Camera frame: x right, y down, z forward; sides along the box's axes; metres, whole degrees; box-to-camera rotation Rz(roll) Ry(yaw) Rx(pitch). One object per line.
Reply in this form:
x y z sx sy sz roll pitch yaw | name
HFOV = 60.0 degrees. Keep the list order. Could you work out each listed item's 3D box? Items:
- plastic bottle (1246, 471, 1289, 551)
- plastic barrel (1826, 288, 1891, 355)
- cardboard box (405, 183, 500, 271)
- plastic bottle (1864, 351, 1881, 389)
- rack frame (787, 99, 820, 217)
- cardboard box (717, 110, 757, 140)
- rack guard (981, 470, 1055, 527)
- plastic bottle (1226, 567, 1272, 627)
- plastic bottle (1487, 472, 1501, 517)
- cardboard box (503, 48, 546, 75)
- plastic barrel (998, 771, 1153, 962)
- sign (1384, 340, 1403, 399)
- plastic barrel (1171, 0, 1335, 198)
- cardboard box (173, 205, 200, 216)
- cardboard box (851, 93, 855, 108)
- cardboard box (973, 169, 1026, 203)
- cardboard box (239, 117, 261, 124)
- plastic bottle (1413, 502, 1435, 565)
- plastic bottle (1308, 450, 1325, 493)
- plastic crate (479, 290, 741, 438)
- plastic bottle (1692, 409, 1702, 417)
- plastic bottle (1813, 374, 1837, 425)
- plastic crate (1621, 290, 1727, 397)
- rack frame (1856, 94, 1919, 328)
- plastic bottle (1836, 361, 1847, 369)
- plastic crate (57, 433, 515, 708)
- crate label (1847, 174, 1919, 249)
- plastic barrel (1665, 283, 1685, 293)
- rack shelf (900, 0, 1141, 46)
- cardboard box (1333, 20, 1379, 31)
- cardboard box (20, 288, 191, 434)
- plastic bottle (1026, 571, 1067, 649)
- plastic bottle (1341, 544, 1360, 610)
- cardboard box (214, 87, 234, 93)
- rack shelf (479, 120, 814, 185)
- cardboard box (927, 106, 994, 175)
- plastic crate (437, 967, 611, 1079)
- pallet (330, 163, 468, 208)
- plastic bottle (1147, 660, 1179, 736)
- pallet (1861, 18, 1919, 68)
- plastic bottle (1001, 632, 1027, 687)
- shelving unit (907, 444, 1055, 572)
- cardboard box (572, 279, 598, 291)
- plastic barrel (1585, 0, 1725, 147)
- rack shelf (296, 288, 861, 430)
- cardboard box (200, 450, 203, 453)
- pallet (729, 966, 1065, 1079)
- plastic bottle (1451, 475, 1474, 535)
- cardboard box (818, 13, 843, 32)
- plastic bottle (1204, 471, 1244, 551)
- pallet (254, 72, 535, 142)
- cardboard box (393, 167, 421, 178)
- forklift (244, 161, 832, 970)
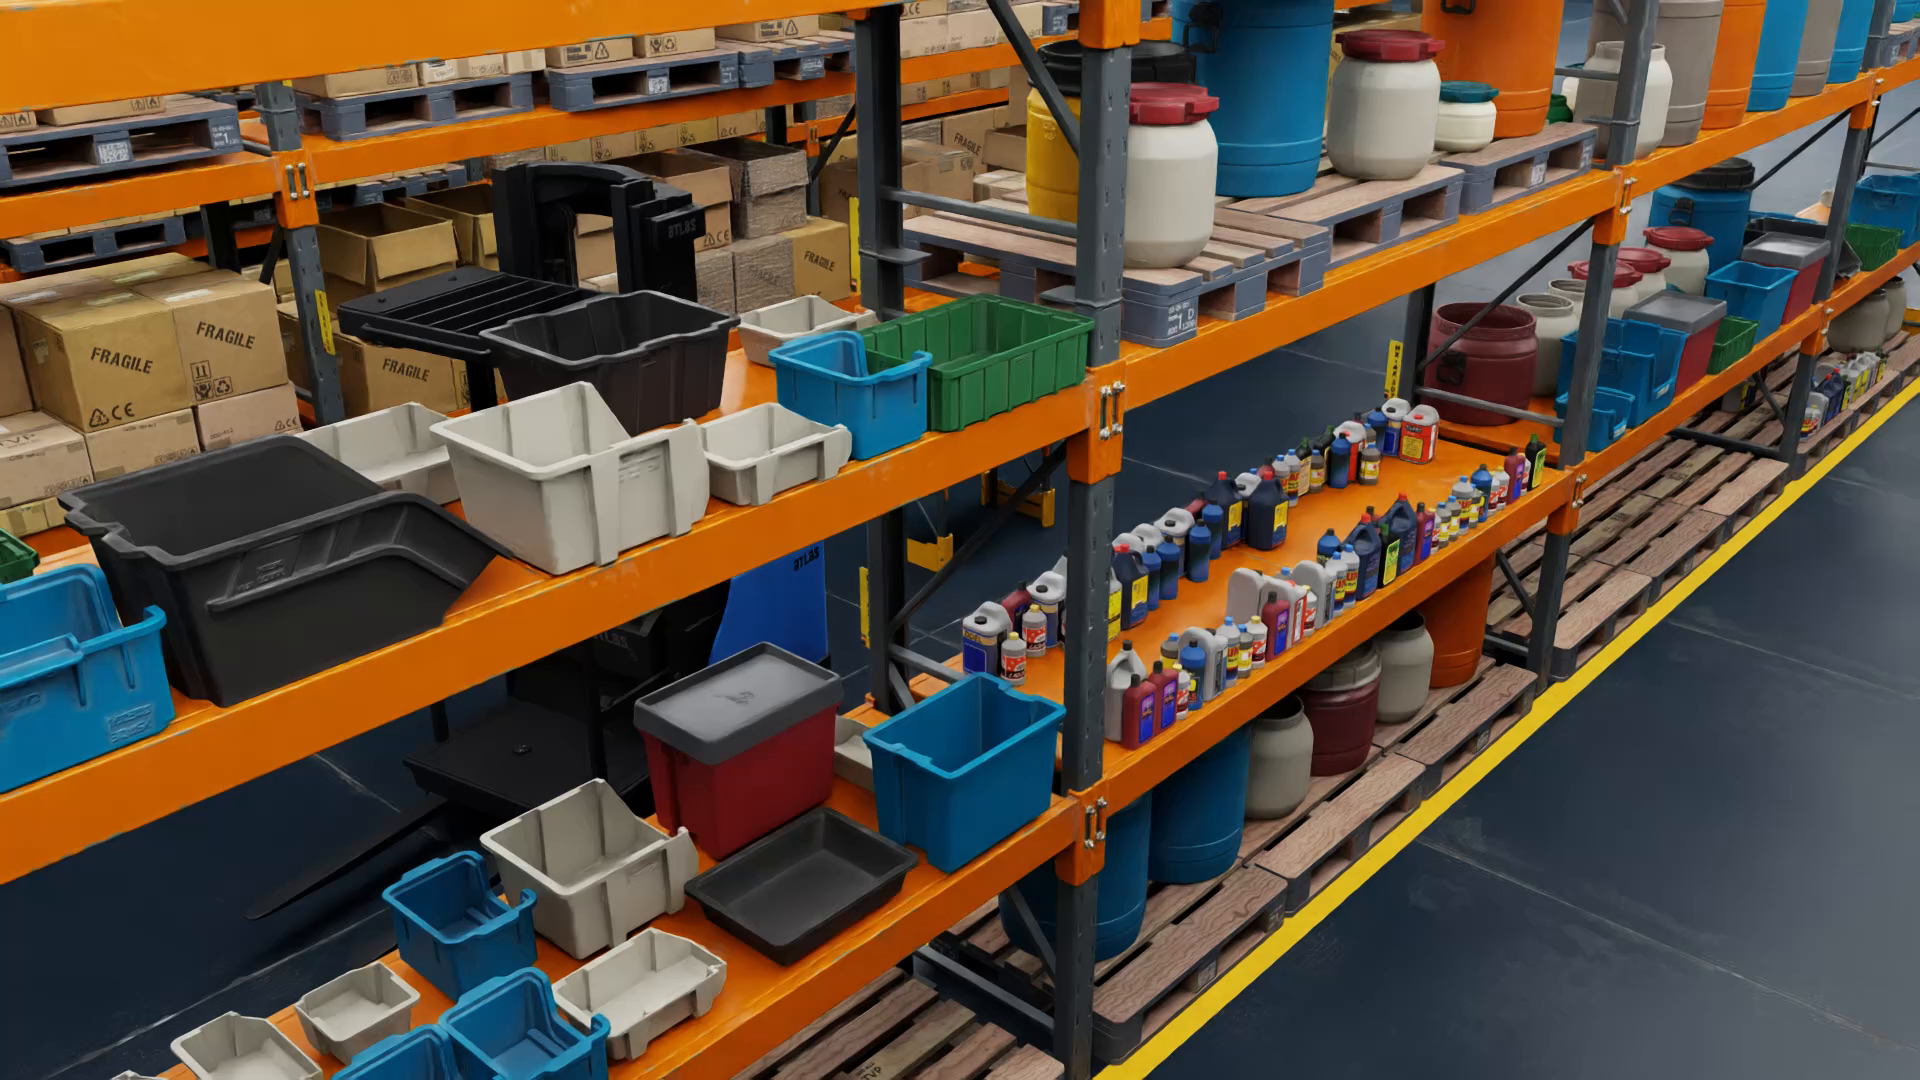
1.385 -0.145 7.468 0.144 0.351 0.185 20 31 38 | plastic bottle
7.369 -1.802 13.629 0.421 0.512 0.421 0 24 0 | plastic barrel
-2.725 -1.722 9.576 0.797 0.503 0.637 21 31 38 | cardboard box
6.998 -1.329 12.838 0.152 0.276 0.135 20 31 38 | plastic bottle
-1.899 -4.638 17.428 1.000 3.000 0.127 20 31 38 | rack frame
-2.385 -4.298 16.547 0.500 0.500 0.500 20 31 37 | cardboard box
0.383 -0.289 11.089 0.587 0.250 0.087 20 31 38 | rack guard
1.174 0.233 6.716 0.152 0.276 0.135 20 31 38 | plastic bottle
2.484 -0.221 7.820 0.097 0.201 0.097 0 24 0 | plastic bottle
-2.506 -2.674 9.175 0.380 0.149 0.250 19 30 35 | cardboard box
0.452 1.142 6.589 0.600 0.901 0.708 20 31 38 | plastic barrel
2.332 -0.904 8.901 0.100 0.325 0.005 20 31 38 | sign
1.102 -1.814 6.337 0.600 0.901 0.708 20 31 38 | plastic barrel
-5.944 -2.587 12.648 0.380 0.149 0.250 19 30 35 | cardboard box
-1.311 -4.996 18.043 0.875 0.550 0.550 20 31 38 | cardboard box
0.348 -2.605 12.564 0.500 0.250 0.500 19 30 36 | cardboard box
-5.722 -3.360 13.645 0.380 0.149 0.250 22 32 40 | cardboard box
2.031 -0.041 7.317 0.061 0.283 0.133 20 31 38 | plastic bottle
1.721 -0.338 8.081 0.097 0.201 0.097 0 24 0 | plastic bottle
-0.957 -0.469 4.622 0.497 0.269 0.590 20 31 38 | plastic crate
5.426 -1.020 12.241 0.097 0.201 0.097 0 24 0 | plastic bottle
6.264 -1.025 12.070 0.144 0.351 0.185 21 32 39 | plastic bottle
4.053 -1.120 9.503 0.402 0.464 0.583 20 31 38 | plastic crate
8.085 -3.119 14.041 1.000 3.000 0.127 20 31 38 | rack frame
6.800 -1.281 12.823 0.097 0.201 0.097 0 24 0 | plastic bottle
-1.369 0.025 3.438 0.504 0.338 0.767 20 31 38 | plastic crate
7.058 -2.501 12.618 0.502 0.435 0.616 20 31 38 | crate label
4.418 -1.476 10.545 0.301 0.262 0.301 0 24 0 | plastic barrel
1.411 -2.299 6.247 1.077 0.370 4.000 20 31 38 | rack shelf
3.549 -4.569 15.565 0.500 0.500 0.500 20 31 38 | cardboard box
-4.057 -0.861 7.906 0.500 0.500 0.500 21 31 38 | cardboard box
0.343 0.274 6.625 0.152 0.276 0.135 20 31 38 | plastic bottle
1.605 0.148 6.910 0.097 0.271 0.097 0 24 0 | plastic bottle
-7.967 -4.866 17.729 0.380 0.149 0.250 18 30 35 | cardboard box
-3.234 -3.701 16.216 1.077 0.370 4.000 20 31 38 | rack shelf
-0.218 -4.586 19.395 0.875 0.875 0.875 20 31 37 | cardboard box
-1.104 1.327 4.256 0.416 0.233 0.300 20 31 38 | plastic crate
-4.965 -3.086 14.200 1.213 0.211 1.003 20 31 38 | pallet
0.728 0.554 5.990 0.061 0.283 0.133 20 31 38 | plastic bottle
5.825 -3.430 11.297 1.213 0.211 1.003 20 31 38 | pallet
0.204 0.447 6.329 0.097 0.201 0.097 0 24 0 | plastic bottle
0.051 -0.708 10.495 0.587 1.500 1.083 20 31 38 | shelving unit
-2.449 -1.239 9.725 0.500 0.500 0.500 19 31 36 | cardboard box
3.456 -2.470 8.314 0.600 0.901 0.600 0 24 0 | plastic barrel
-2.277 -1.097 10.409 1.077 0.370 4.000 20 31 38 | rack shelf
-3.743 -0.440 8.372 0.380 0.149 0.250 21 32 38 | cardboard box
-0.385 2.044 5.934 1.003 0.211 1.213 20 31 38 | pallet
2.289 -0.164 7.608 0.097 0.271 0.097 0 24 0 | plastic bottle
-0.808 -3.546 11.510 0.500 0.250 0.500 20 31 38 | cardboard box
1.182 -0.146 7.469 0.144 0.351 0.185 20 31 38 | plastic bottle
-3.037 -2.390 8.981 0.805 0.209 1.217 19 30 36 | pallet
-4.722 -3.146 13.893 0.380 0.149 0.250 20 31 37 | cardboard box
-1.863 -0.063 7.307 1.130 2.935 3.031 14 28 28 | forklift
